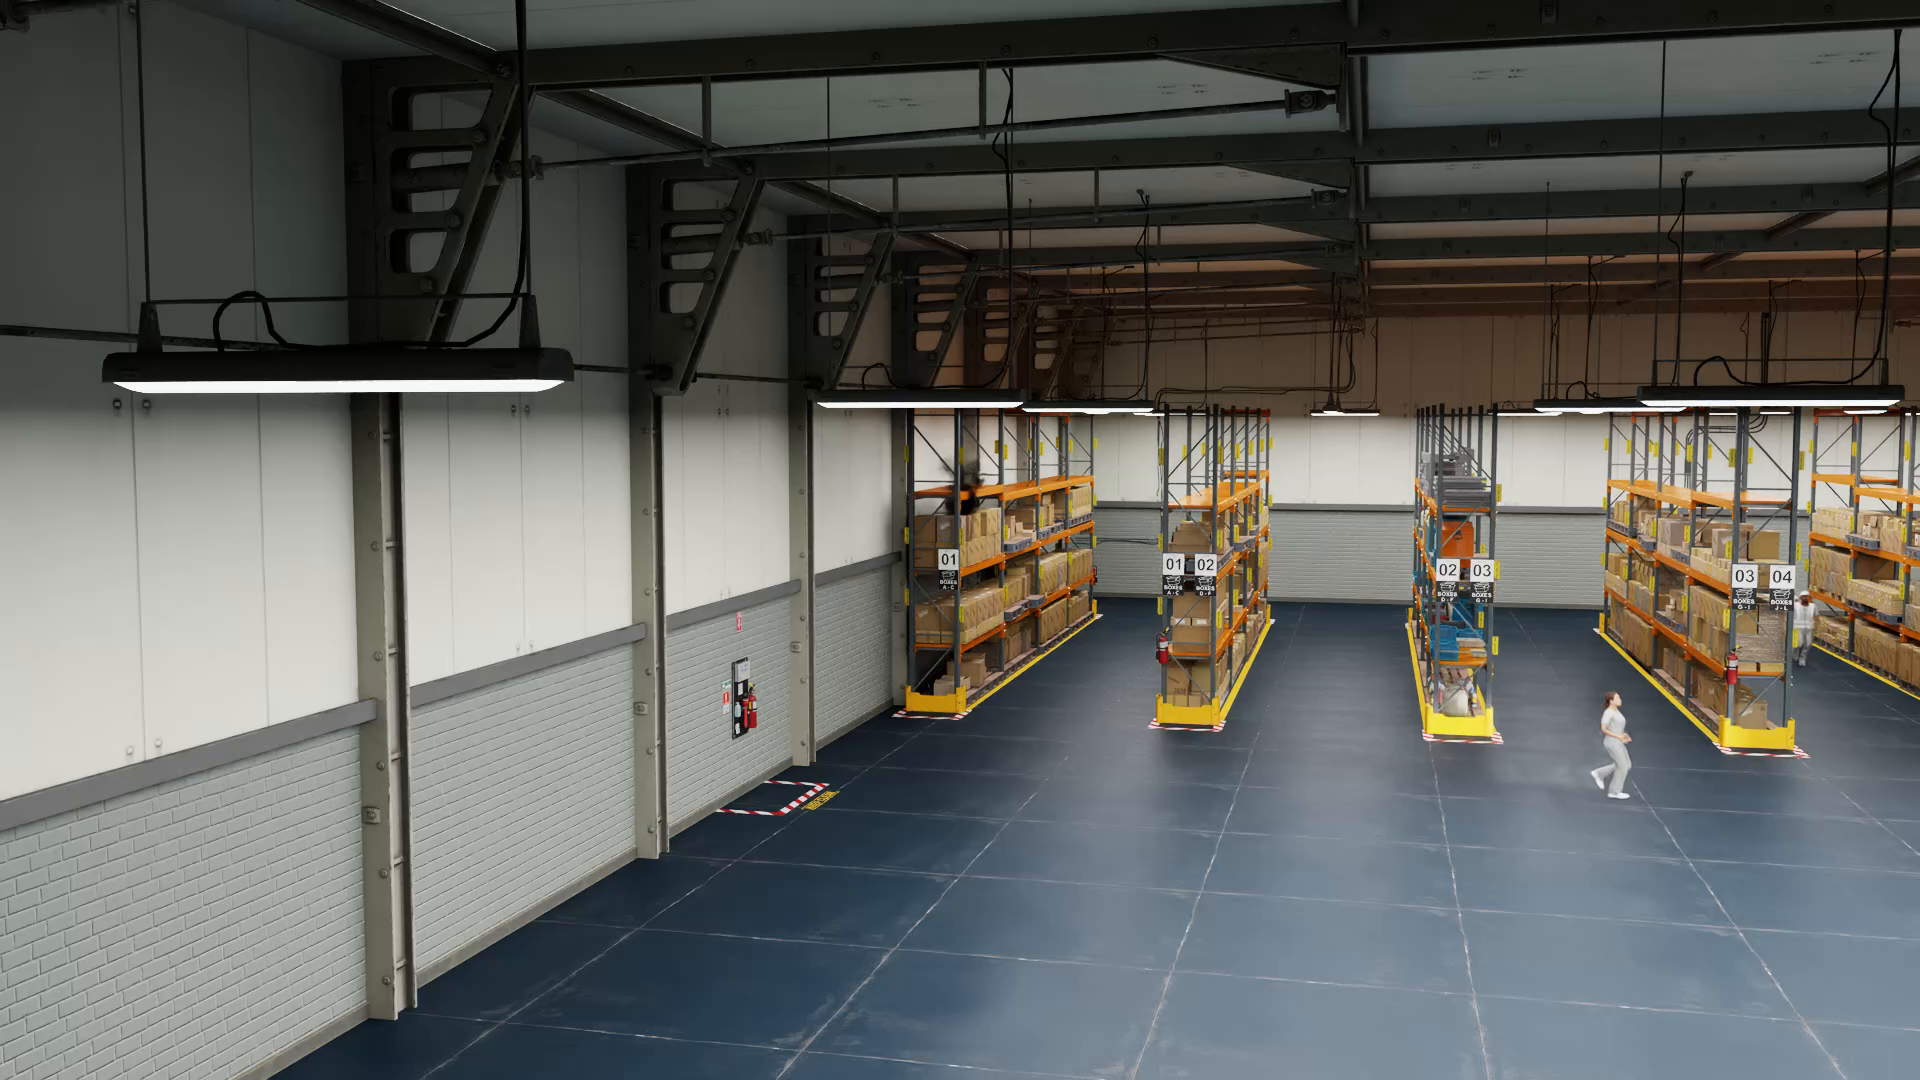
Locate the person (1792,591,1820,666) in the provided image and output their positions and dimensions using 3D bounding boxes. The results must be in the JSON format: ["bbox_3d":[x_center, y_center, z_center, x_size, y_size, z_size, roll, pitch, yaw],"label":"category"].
[{"bbox_3d":[19.545,2.049,38.509,0.686,1.737,0.581,1,4,14],"label":"person"}]

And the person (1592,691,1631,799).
[{"bbox_3d":[9.841,3.079,25.129,0.594,1.617,0.561,3,5,38],"label":"person"}]

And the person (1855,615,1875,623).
[{"bbox_3d":[23.994,1.685,44.068,0.741,1.699,0.683,1,4,9],"label":"person"}]

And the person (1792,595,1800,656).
[{"bbox_3d":[20.193,1.948,40.551,0.613,1.711,0.888,1,4,15],"label":"person"}]
